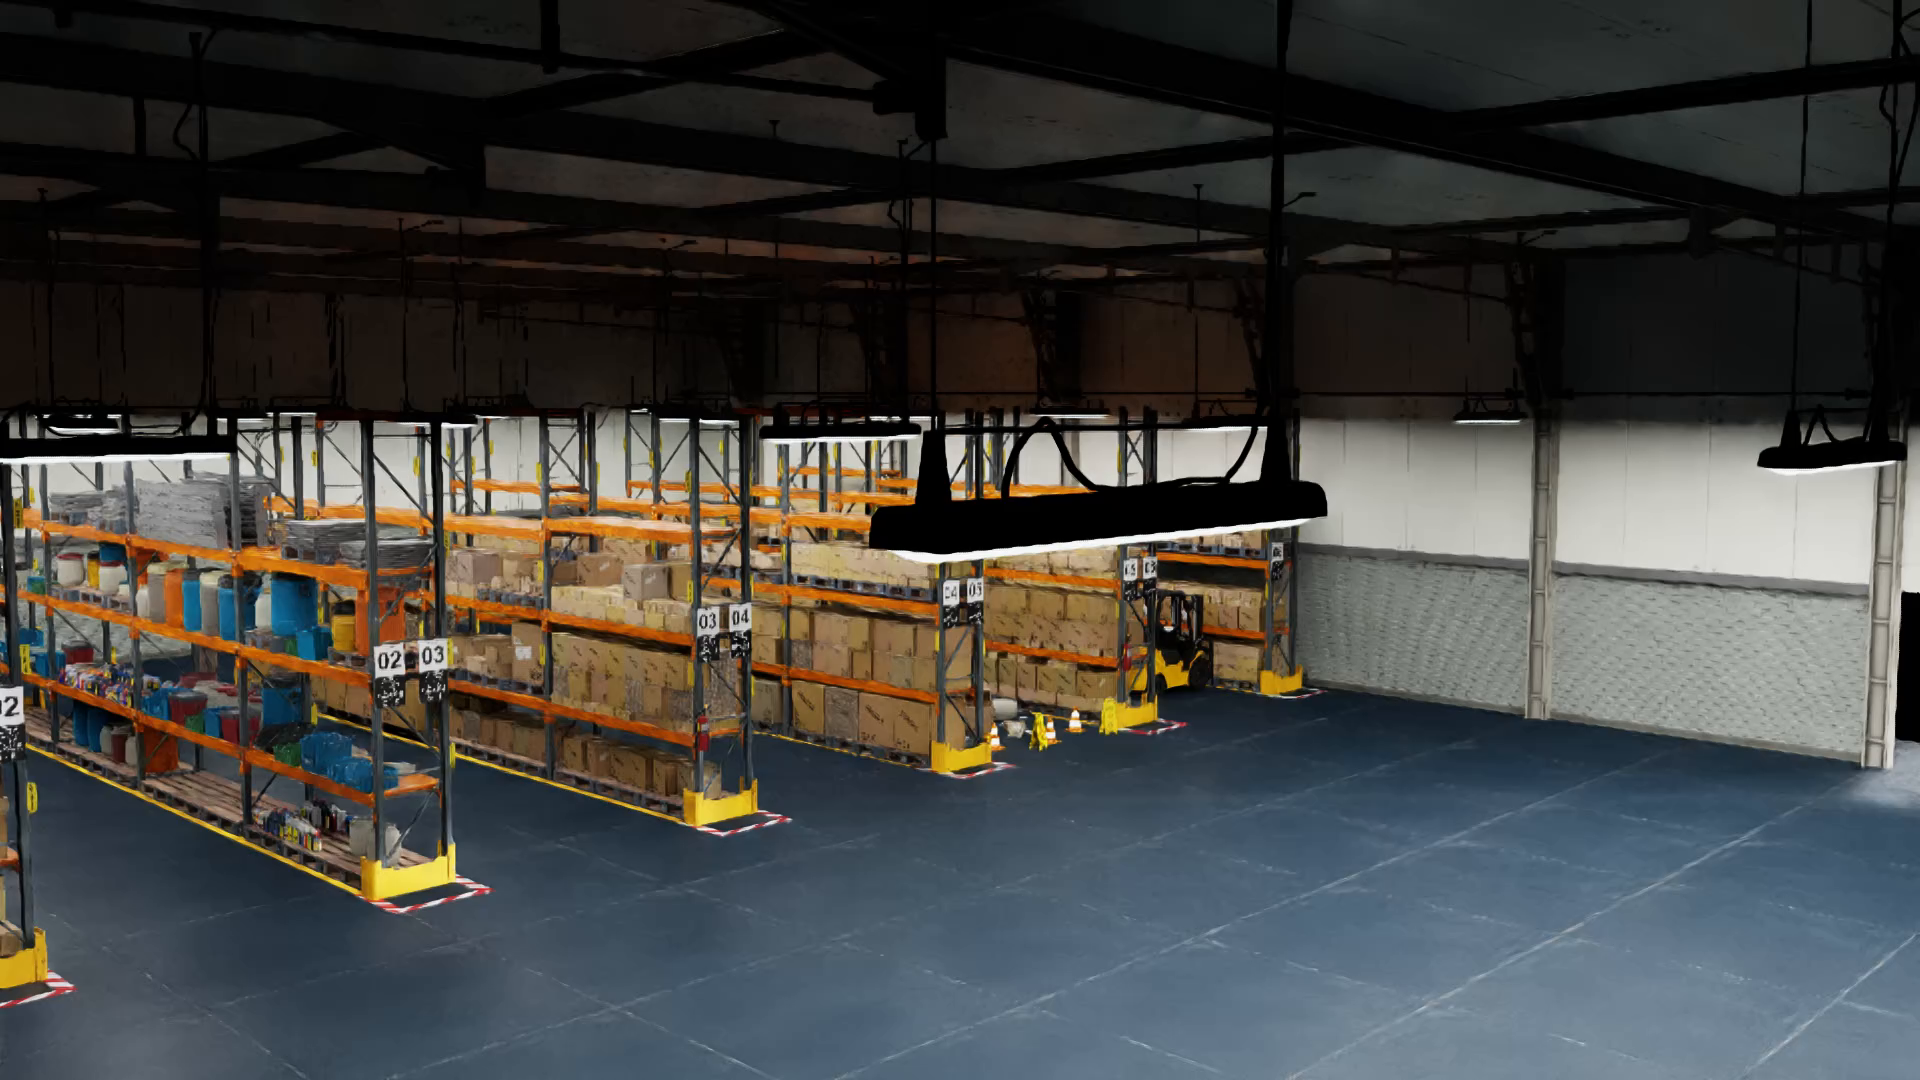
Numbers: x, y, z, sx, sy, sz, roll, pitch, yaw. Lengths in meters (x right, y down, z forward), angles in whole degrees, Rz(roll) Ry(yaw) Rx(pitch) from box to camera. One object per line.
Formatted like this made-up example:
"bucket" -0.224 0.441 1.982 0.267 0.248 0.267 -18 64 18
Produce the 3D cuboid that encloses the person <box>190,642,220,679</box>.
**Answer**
"person" -16.287 2.286 35.886 0.590 1.724 0.545 -1 5 -16
